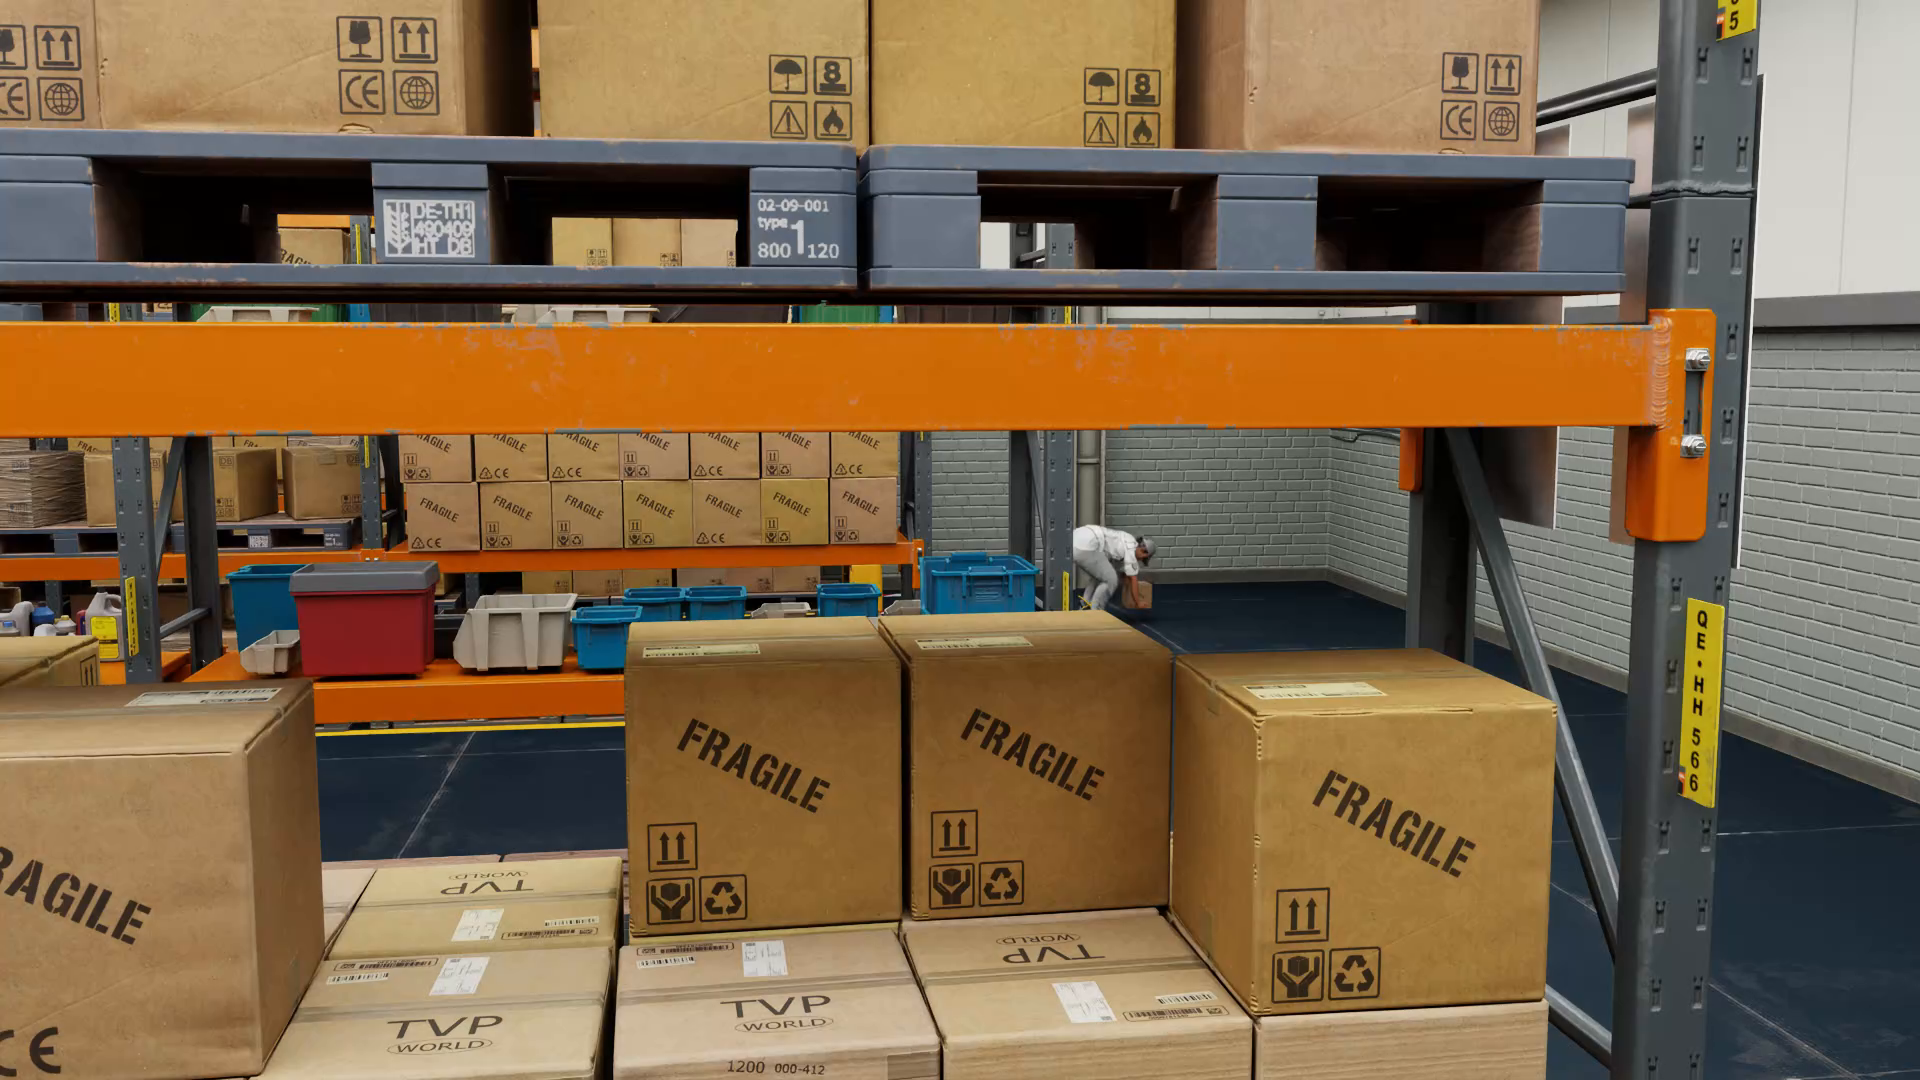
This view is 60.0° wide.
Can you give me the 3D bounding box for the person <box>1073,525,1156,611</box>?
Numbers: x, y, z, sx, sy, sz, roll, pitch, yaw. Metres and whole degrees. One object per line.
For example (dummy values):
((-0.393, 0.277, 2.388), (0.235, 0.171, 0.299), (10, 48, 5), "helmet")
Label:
((1.529, 0.340, 16.838), (0.945, 0.990, 0.503), (-1, 7, -11), "person")
